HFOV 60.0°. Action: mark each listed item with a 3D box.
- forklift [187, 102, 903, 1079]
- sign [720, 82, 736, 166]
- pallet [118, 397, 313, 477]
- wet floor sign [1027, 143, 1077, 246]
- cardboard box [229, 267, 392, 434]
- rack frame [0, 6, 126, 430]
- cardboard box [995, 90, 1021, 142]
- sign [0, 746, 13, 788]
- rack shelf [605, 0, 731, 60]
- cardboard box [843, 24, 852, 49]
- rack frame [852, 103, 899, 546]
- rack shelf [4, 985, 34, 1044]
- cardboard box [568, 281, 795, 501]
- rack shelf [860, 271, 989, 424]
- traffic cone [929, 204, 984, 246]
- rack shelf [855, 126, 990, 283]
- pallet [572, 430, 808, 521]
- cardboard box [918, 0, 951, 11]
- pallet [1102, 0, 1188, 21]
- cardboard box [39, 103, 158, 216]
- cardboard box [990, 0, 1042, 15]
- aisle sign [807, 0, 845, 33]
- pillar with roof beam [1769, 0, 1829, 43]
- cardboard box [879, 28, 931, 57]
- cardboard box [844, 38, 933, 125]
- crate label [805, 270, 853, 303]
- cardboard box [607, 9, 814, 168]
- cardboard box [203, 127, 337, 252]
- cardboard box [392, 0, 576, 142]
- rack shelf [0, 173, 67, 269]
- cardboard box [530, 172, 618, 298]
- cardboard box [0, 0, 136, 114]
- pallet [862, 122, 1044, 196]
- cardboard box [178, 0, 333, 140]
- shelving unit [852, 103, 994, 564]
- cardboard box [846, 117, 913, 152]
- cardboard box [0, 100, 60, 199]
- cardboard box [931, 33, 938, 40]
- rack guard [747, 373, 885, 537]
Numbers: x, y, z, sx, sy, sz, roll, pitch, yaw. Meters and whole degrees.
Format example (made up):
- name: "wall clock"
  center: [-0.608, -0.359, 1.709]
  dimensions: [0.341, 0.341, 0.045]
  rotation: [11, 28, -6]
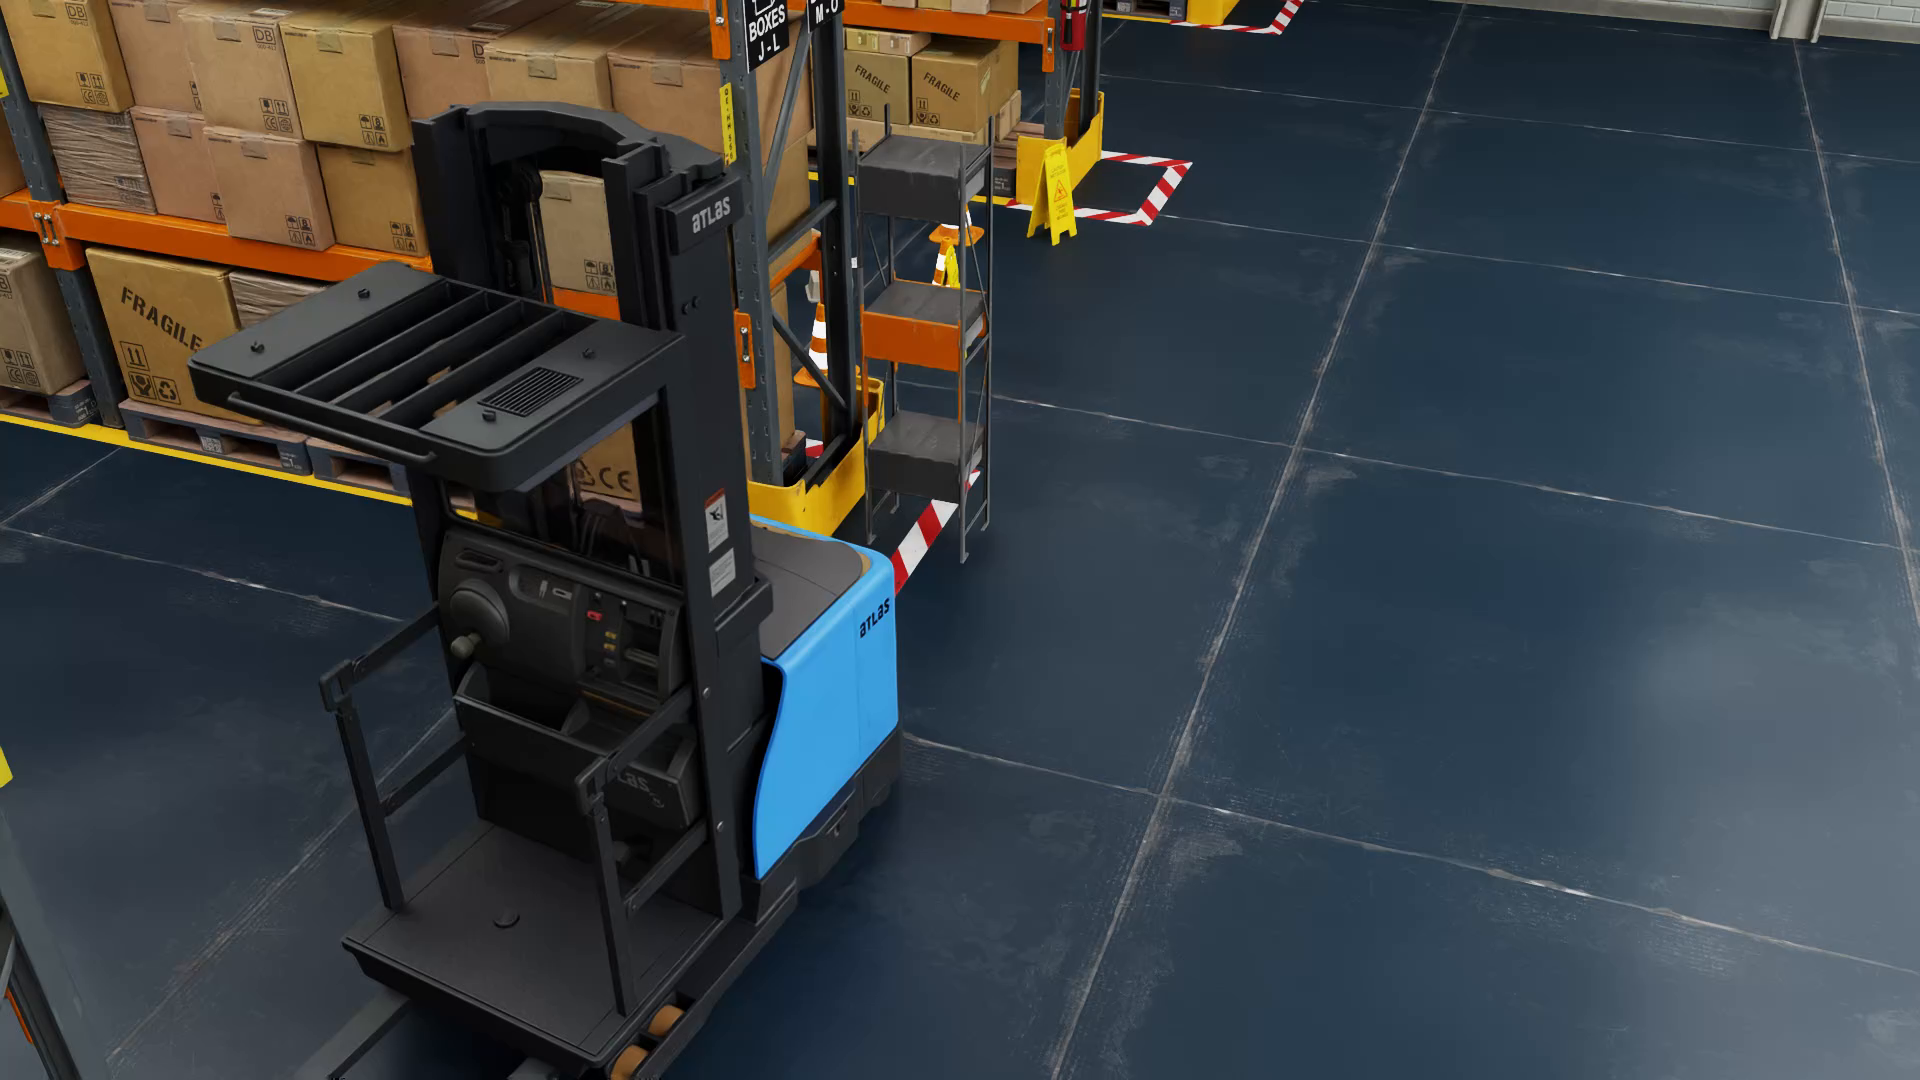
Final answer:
- name: "forklift"
  center: [-1.368, 0.309, 5.069]
  dimensions: [1.130, 2.935, 3.031]
  rotation: [16, 36, 23]
- name: "sign"
  center: [-0.954, -1.712, 6.851]
  dimensions: [0.005, 0.325, 0.100]
  rotation: [11, 34, 16]
- name: "pallet"
  center: [-3.834, -0.782, 9.267]
  dimensions: [1.213, 0.211, 1.003]
  rotation: [11, 34, 16]
- name: "wet floor sign"
  center: [0.635, -2.377, 11.336]
  dimensions: [0.232, 0.644, 0.267]
  rotation: [24, 40, 32]
- name: "cardboard box"
  center: [-3.105, -1.103, 8.765]
  dimensions: [0.875, 0.875, 0.875]
  rotation: [11, 35, 17]
- name: "rack frame"
  center: [-4.523, -2.133, 8.788]
  dimensions: [0.127, 3.000, 1.000]
  rotation: [11, 34, 16]
- name: "cardboard box"
  center: [0.151, -3.257, 12.677]
  dimensions: [0.500, 0.250, 0.500]
  rotation: [11, 34, 16]
- name: "sign"
  center: [-2.343, 0.472, 3.955]
  dimensions: [0.005, 0.325, 0.100]
  rotation: [11, 34, 16]
- name: "rack shelf"
  center: [-2.640, -2.725, 7.603]
  dimensions: [4.000, 0.370, 1.077]
  rotation: [11, 34, 16]
- name: "cardboard box"
  center: [-0.876, -3.699, 12.072]
  dimensions: [0.250, 0.149, 0.380]
  rotation: [12, 35, 19]
- name: "rack frame"
  center: [-0.386, -0.957, 7.797]
  dimensions: [0.015, 2.100, 0.400]
  rotation: [11, 34, 16]
- name: "rack shelf"
  center: [-4.409, 1.049, 4.522]
  dimensions: [4.000, 0.370, 1.077]
  rotation: [11, 34, 16]
- name: "cardboard box"
  center: [-1.418, -0.775, 8.257]
  dimensions: [0.875, 0.875, 0.875]
  rotation: [11, 35, 17]
- name: "rack shelf"
  center: [-0.156, -0.901, 7.735]
  dimensions: [0.480, 0.518, 0.431]
  rotation: [11, 34, 16]
- name: "traffic cone"
  center: [-0.023, -2.301, 11.388]
  dimensions: [0.334, 0.463, 0.336]
  rotation: [11, 34, 16]
- name: "rack shelf"
  center: [-0.156, -1.489, 7.355]
  dimensions: [0.480, 0.518, 0.431]
  rotation: [11, 34, 16]
- name: "pallet"
  center: [-1.537, -0.336, 8.576]
  dimensions: [1.213, 0.211, 1.003]
  rotation: [11, 34, 16]
- name: "cardboard box"
  center: [-0.117, -3.848, 11.677]
  dimensions: [0.250, 0.149, 0.380]
  rotation: [10, 34, 16]
- name: "pallet"
  center: [1.754, -5.429, 16.464]
  dimensions: [1.213, 0.211, 1.003]
  rotation: [11, 34, 16]
- name: "cardboard box"
  center: [-4.172, -2.135, 8.652]
  dimensions: [0.550, 0.550, 0.875]
  rotation: [11, 34, 16]
- name: "cardboard box"
  center: [0.393, -3.801, 11.603]
  dimensions: [0.250, 0.149, 0.380]
  rotation: [12, 35, 18]
- name: "aisle sign"
  center: [-0.590, -2.633, 7.167]
  dimensions: [0.004, 0.787, 0.394]
  rotation: [11, 34, 16]
- name: "pillar with roof beam"
  center: [6.333, -6.294, 9.702]
  dimensions: [0.400, 9.000, 9.100]
  rotation: [11, 34, 16]
- name: "cardboard box"
  center: [-0.393, -3.602, 11.922]
  dimensions: [0.250, 0.149, 0.380]
  rotation: [12, 35, 18]
- name: "cardboard box"
  center: [-0.517, -3.391, 12.192]
  dimensions: [0.500, 0.500, 0.500]
  rotation: [12, 35, 18]
- name: "crate label"
  center: [-0.838, -1.648, 10.676]
  dimensions: [0.298, 0.136, 0.250]
  rotation: [-6, 33, -9]
- name: "cardboard box"
  center: [-1.094, -2.005, 7.457]
  dimensions: [0.550, 0.550, 0.875]
  rotation: [11, 34, 16]
- name: "cardboard box"
  center: [-3.178, -1.887, 8.268]
  dimensions: [0.550, 0.550, 0.875]
  rotation: [11, 34, 16]
- name: "cardboard box"
  center: [-2.124, -2.231, 7.806]
  dimensions: [0.550, 0.550, 0.875]
  rotation: [11, 34, 16]
- name: "rack shelf"
  center: [-6.406, -2.197, 9.550]
  dimensions: [4.000, 0.370, 1.077]
  rotation: [11, 34, 16]
- name: "cardboard box"
  center: [-1.647, -1.598, 7.822]
  dimensions: [0.550, 0.550, 0.875]
  rotation: [11, 34, 16]
- name: "cardboard box"
  center: [-4.187, -2.565, 8.323]
  dimensions: [0.550, 0.550, 0.875]
  rotation: [11, 34, 16]
- name: "pallet"
  center: [-0.007, -2.956, 12.634]
  dimensions: [1.213, 0.211, 1.003]
  rotation: [11, 34, 16]
- name: "cardboard box"
  center: [-3.169, -2.354, 7.997]
  dimensions: [0.550, 0.550, 0.875]
  rotation: [11, 34, 16]
- name: "shelving unit"
  center: [-0.156, -0.912, 7.727]
  dimensions: [0.503, 2.100, 0.431]
  rotation: [11, 34, 16]
- name: "cardboard box"
  center: [-0.520, -3.078, 12.399]
  dimensions: [0.500, 0.250, 0.500]
  rotation: [11, 34, 17]
- name: "cardboard box"
  center: [-5.105, -2.134, 8.698]
  dimensions: [0.500, 0.500, 0.500]
  rotation: [11, 34, 16]
- name: "cardboard box"
  center: [-0.365, -3.670, 12.625]
  dimensions: [0.500, 0.500, 0.500]
  rotation: [10, 34, 15]
- name: "rack guard"
  center: [-0.735, -0.346, 8.326]
  dimensions: [0.348, 0.500, 1.175]
  rotation: [11, 34, 16]
